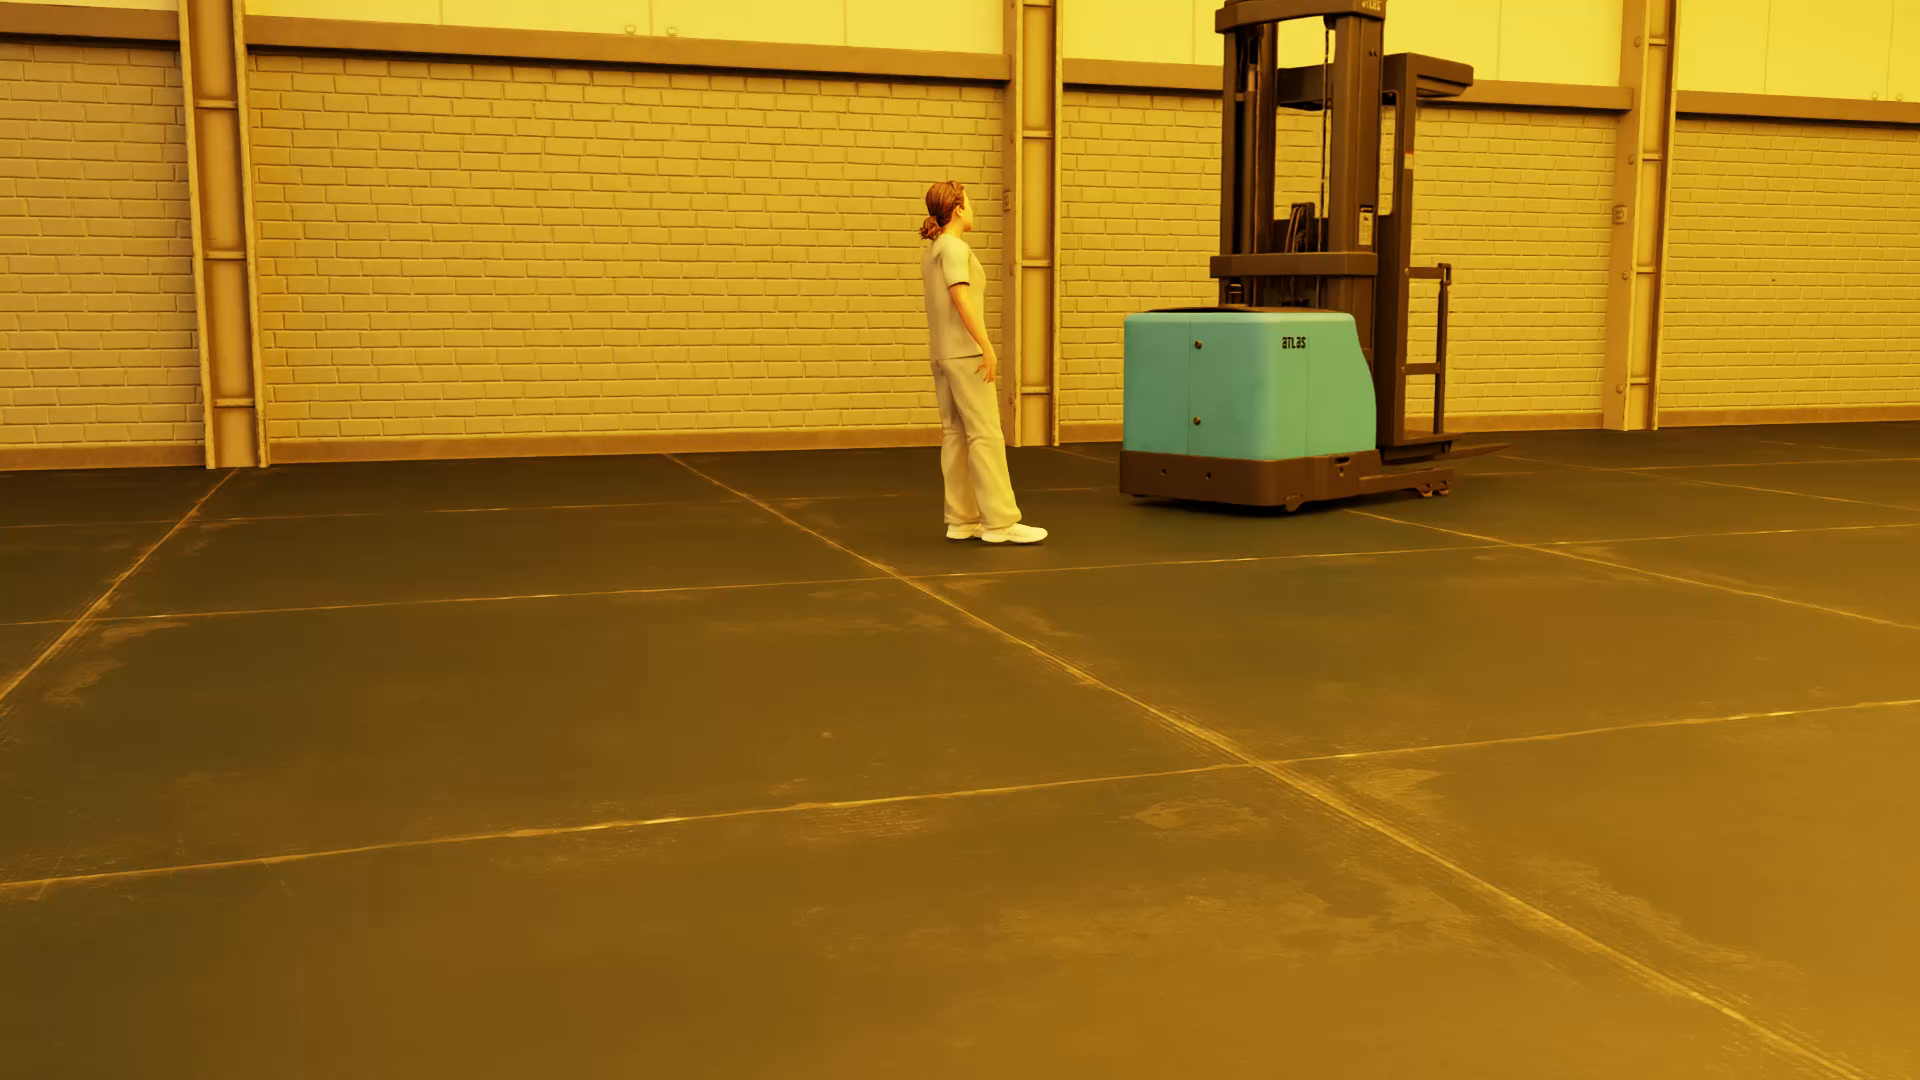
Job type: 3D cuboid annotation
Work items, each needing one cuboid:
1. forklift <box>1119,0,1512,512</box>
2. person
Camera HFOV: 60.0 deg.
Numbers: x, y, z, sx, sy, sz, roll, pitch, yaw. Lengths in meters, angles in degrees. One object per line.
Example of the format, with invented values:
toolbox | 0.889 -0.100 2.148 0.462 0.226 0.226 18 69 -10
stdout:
forklift | 2.299 -1.744 9.871 3.031 2.935 1.130 -8 11 -44
person | 0.074 -0.838 7.820 0.549 1.675 0.549 -3 8 -18
